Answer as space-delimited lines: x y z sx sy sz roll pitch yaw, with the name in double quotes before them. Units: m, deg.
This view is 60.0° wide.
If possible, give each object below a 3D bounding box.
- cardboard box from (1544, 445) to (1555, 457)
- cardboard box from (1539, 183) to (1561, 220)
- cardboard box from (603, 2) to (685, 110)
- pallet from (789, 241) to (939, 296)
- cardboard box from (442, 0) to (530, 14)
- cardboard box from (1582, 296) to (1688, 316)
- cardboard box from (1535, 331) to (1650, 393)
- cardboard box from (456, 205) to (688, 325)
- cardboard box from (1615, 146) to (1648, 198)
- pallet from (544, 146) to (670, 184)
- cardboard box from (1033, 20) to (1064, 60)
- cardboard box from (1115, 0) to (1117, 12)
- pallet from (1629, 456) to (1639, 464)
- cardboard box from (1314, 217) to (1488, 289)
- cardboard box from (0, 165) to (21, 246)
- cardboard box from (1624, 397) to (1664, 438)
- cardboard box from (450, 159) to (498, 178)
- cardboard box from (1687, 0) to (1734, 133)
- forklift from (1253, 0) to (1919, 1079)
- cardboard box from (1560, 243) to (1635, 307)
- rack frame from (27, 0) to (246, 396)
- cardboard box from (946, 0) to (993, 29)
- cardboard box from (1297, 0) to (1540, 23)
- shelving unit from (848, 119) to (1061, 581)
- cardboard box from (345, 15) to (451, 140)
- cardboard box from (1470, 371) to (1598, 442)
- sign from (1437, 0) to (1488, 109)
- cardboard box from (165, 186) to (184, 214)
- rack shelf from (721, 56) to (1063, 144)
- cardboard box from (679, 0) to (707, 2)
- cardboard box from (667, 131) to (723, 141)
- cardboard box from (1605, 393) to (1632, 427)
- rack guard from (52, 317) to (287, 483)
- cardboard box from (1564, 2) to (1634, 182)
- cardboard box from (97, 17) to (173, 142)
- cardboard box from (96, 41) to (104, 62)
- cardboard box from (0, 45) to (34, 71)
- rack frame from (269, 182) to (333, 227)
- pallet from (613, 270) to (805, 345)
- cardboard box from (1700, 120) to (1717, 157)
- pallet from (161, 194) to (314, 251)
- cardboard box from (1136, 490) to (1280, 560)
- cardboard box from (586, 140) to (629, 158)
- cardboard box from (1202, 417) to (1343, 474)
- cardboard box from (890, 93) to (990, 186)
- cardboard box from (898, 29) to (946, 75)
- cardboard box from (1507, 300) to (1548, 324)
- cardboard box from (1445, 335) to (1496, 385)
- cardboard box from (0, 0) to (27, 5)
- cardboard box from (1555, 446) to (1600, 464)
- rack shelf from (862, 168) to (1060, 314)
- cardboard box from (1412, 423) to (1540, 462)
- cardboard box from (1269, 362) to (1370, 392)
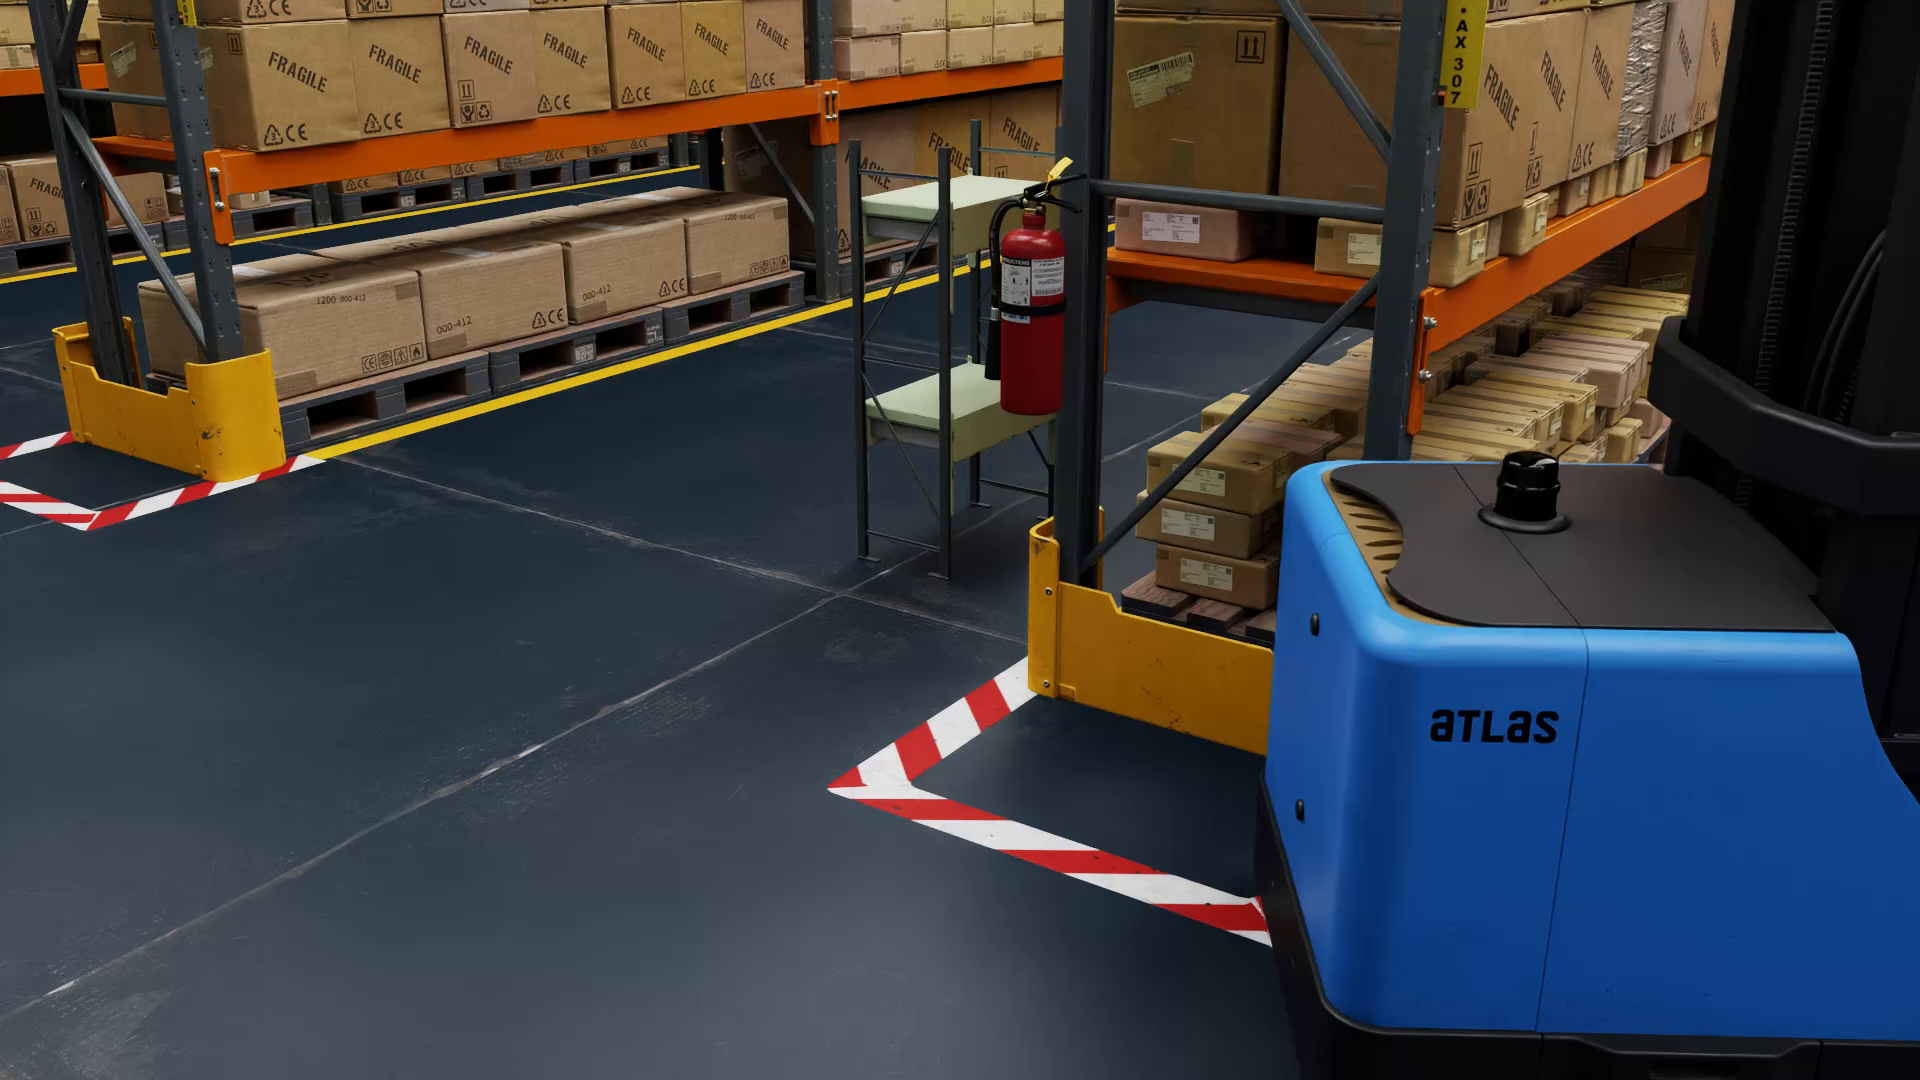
"cardboard box" 1.912 -0.357 5.983 0.380 0.149 0.250 15 25 35
"cardboard box" 1.680 -1.103 5.285 0.380 0.149 0.250 13 24 31
"cardboard box" -1.790 -2.522 8.615 0.500 0.500 0.500 13 24 31
"pallet" -0.814 -1.882 11.049 1.003 0.211 1.213 13 24 32
"cardboard box" -2.361 -2.703 7.663 0.500 0.500 0.500 13 24 31
"cardboard box" 2.870 -0.922 7.082 0.380 0.149 0.250 14 24 32
"cardboard box" 2.450 -0.695 6.466 0.380 0.149 0.250 12 23 29
"cardboard box" -2.130 -1.533 9.173 0.875 0.438 0.875 12 24 30
"cardboard box" 2.179 -1.309 5.843 0.380 0.149 0.250 14 24 33
"pallet" -3.495 -3.554 15.568 1.003 0.211 1.213 13 24 32
"cardboard box" 0.423 -3.544 11.740 0.500 0.250 0.500 13 24 31
"cardboard box" 1.001 -4.077 12.459 0.500 0.250 0.500 13 24 32
"pallet" 1.932 -0.159 6.389 1.003 0.211 1.213 13 24 32
"cardboard box" 1.170 -0.781 4.415 0.380 0.149 0.250 13 24 31
"cardboard box" -6.606 -2.192 10.866 0.700 0.500 0.500 14 25 34
"cardboard box" 2.717 -0.552 6.937 0.380 0.149 0.250 12 24 30
"cardboard box" -4.259 -3.337 13.961 0.500 0.500 0.500 12 24 30
"cardboard box" 2.634 -1.861 6.400 0.500 0.500 0.500 13 24 30
"forklift" 2.194 -0.362 3.020 3.031 2.935 1.130 1 20 2
"cardboard box" 3.173 -1.304 8.463 0.500 0.500 0.500 13 24 31
"rack frame" -3.434 -1.806 6.824 1.000 3.000 0.127 13 24 32
"cardboard box" -0.129 -3.484 10.855 0.500 0.250 0.500 14 24 32
"cardboard box" 1.189 -1.602 4.259 0.500 0.500 0.500 13 24 31
"shelving unit" 0.004 -0.705 6.010 0.431 1.500 0.755 13 24 32
"cardboard box" -2.665 -2.085 7.435 0.500 0.500 0.500 13 24 31
"cardboard box" 2.016 -0.474 5.870 0.380 0.149 0.250 14 24 33
"sign" 1.166 -1.170 3.857 0.100 0.325 0.005 13 24 32
"cardboard box" -5.563 -2.516 12.078 0.396 0.266 0.258 14 25 34
"rack shelf" -0.061 -3.190 11.603 1.077 0.370 4.000 13 24 32
"cardboard box" -1.514 -3.136 8.835 0.500 0.500 0.500 13 24 31
"cardboard box" -2.682 -4.328 16.459 0.875 0.625 0.625 14 25 34
"cardboard box" 2.424 -0.574 6.569 0.380 0.149 0.250 14 24 33
"rack guard" -3.447 -0.627 7.239 1.175 0.500 0.348 13 24 32
"cardboard box" 1.763 -1.428 5.228 0.500 0.500 0.500 14 24 33
"cardboard box" -3.381 -2.043 7.320 0.500 0.500 0.500 13 24 32
"cardboard box" -5.807 -3.355 11.374 0.380 0.149 0.250 13 24 31
"cardboard box" -6.233 -3.136 10.780 0.380 0.149 0.250 14 24 33
"rack frame" -5.292 -3.921 12.541 1.000 3.000 0.127 13 24 32
"pallet" -1.677 -1.443 9.862 1.003 0.211 1.213 13 24 32
"cardboard box" 2.944 -1.677 6.837 0.380 0.149 0.250 13 24 30
"pallet" -5.679 -2.416 12.493 1.003 0.211 1.213 13 24 32
"cardboard box" 0.778 -0.076 5.223 0.380 0.149 0.250 13 24 30
"cardboard box" -3.394 -3.788 15.180 0.500 0.500 0.500 13 24 31
"cardboard box" 0.994 -0.271 5.320 0.380 0.149 0.250 14 24 33
"cardboard box" -0.401 -2.608 11.450 0.875 0.875 0.875 14 25 33
"cardboard box" -0.430 -3.107 10.557 0.500 0.250 0.500 13 24 31
"cardboard box" 2.295 -0.948 7.151 0.380 0.149 0.250 13 24 31
"cardboard box" 1.872 -0.718 6.528 0.380 0.149 0.250 12 24 30
"cardboard box" -6.220 -3.702 10.656 0.500 0.500 0.500 14 24 33
"cardboard box" 2.135 -0.264 6.159 0.380 0.149 0.250 13 24 32
"rack shelf" 0.004 -1.071 5.875 0.431 0.370 0.720 13 24 32
"cardboard box" 1.596 -0.243 5.244 0.380 0.149 0.250 13 24 32
"cardboard box" 1.337 -0.520 5.993 0.380 0.149 0.250 14 25 34
